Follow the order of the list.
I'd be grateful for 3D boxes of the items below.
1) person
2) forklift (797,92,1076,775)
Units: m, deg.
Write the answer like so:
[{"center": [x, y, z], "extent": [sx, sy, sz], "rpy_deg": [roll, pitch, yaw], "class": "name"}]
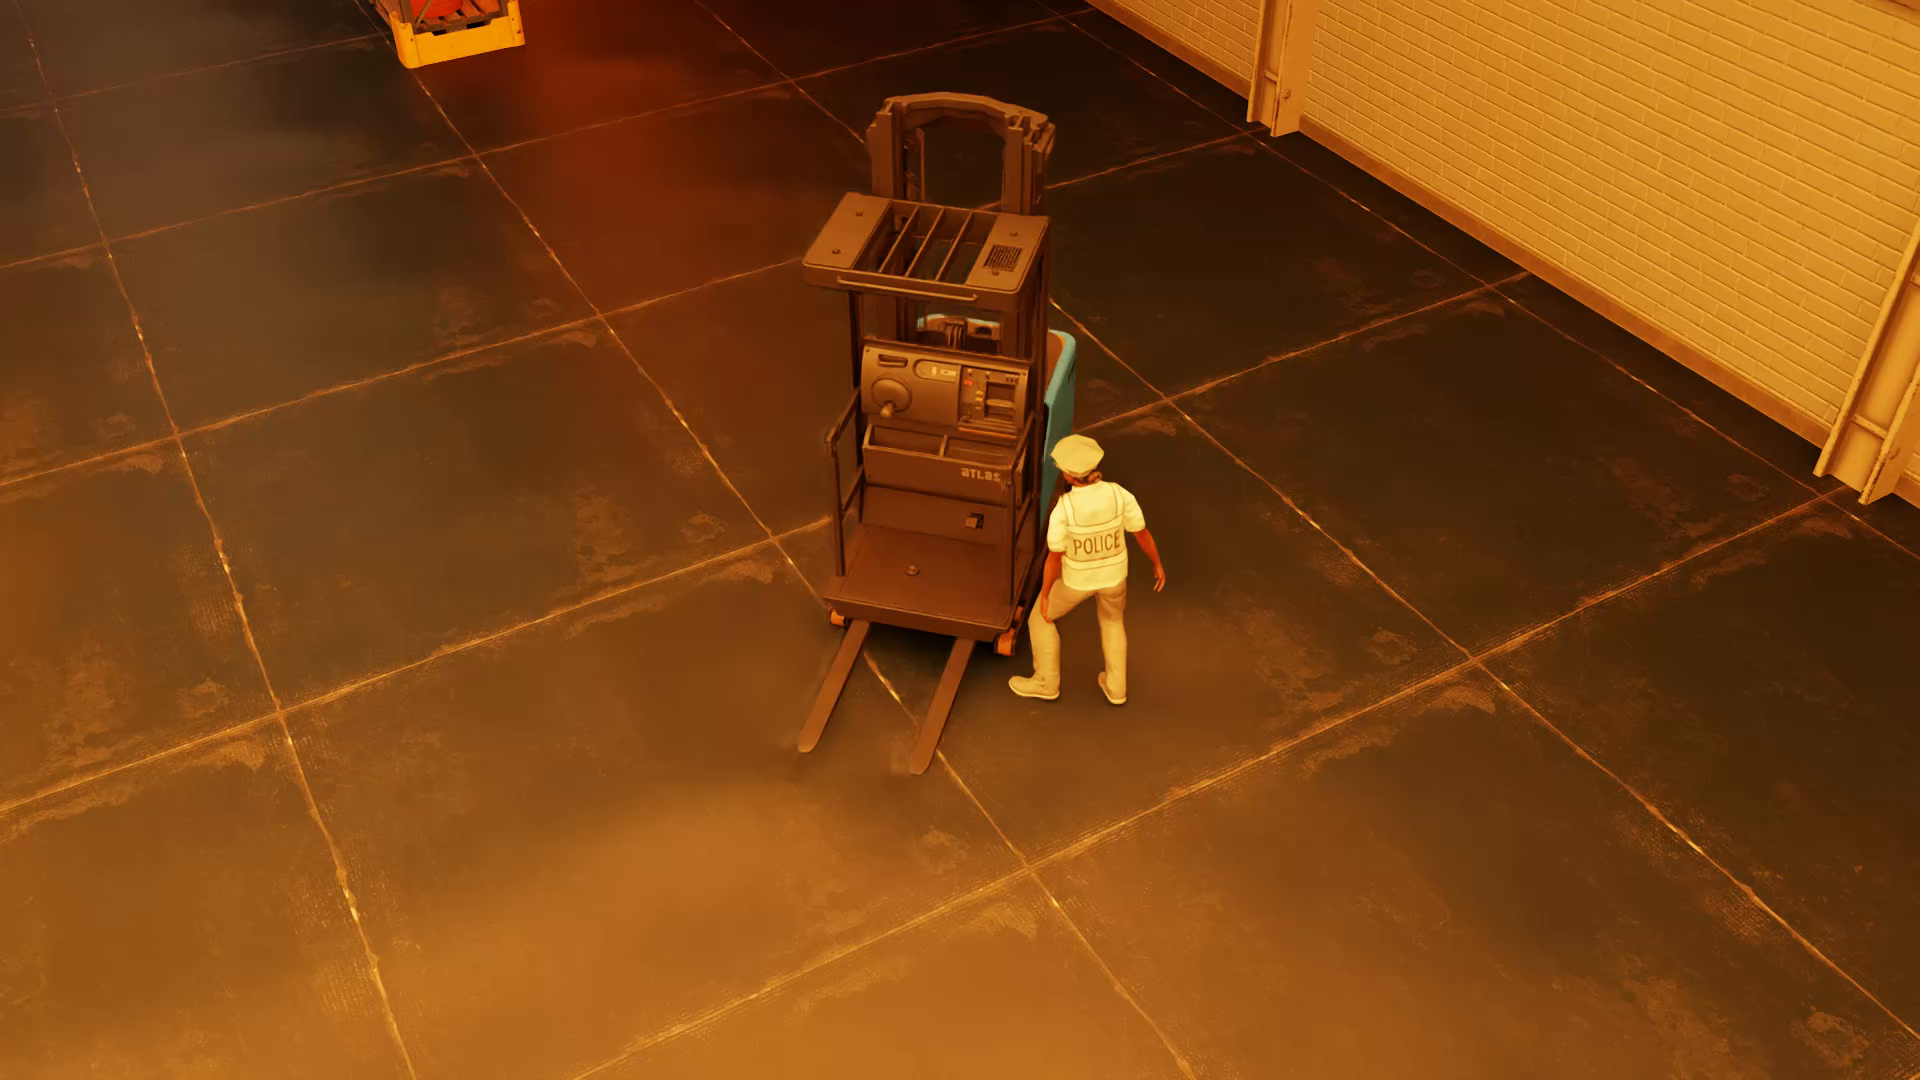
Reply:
[{"center": [0.687, 0.209, 8.851], "extent": [0.812, 1.638, 0.436], "rpy_deg": [-8, 40, -9], "class": "person"}, {"center": [-0.139, -0.740, 8.929], "extent": [1.130, 2.935, 3.031], "rpy_deg": [9, 41, 11], "class": "forklift"}]
